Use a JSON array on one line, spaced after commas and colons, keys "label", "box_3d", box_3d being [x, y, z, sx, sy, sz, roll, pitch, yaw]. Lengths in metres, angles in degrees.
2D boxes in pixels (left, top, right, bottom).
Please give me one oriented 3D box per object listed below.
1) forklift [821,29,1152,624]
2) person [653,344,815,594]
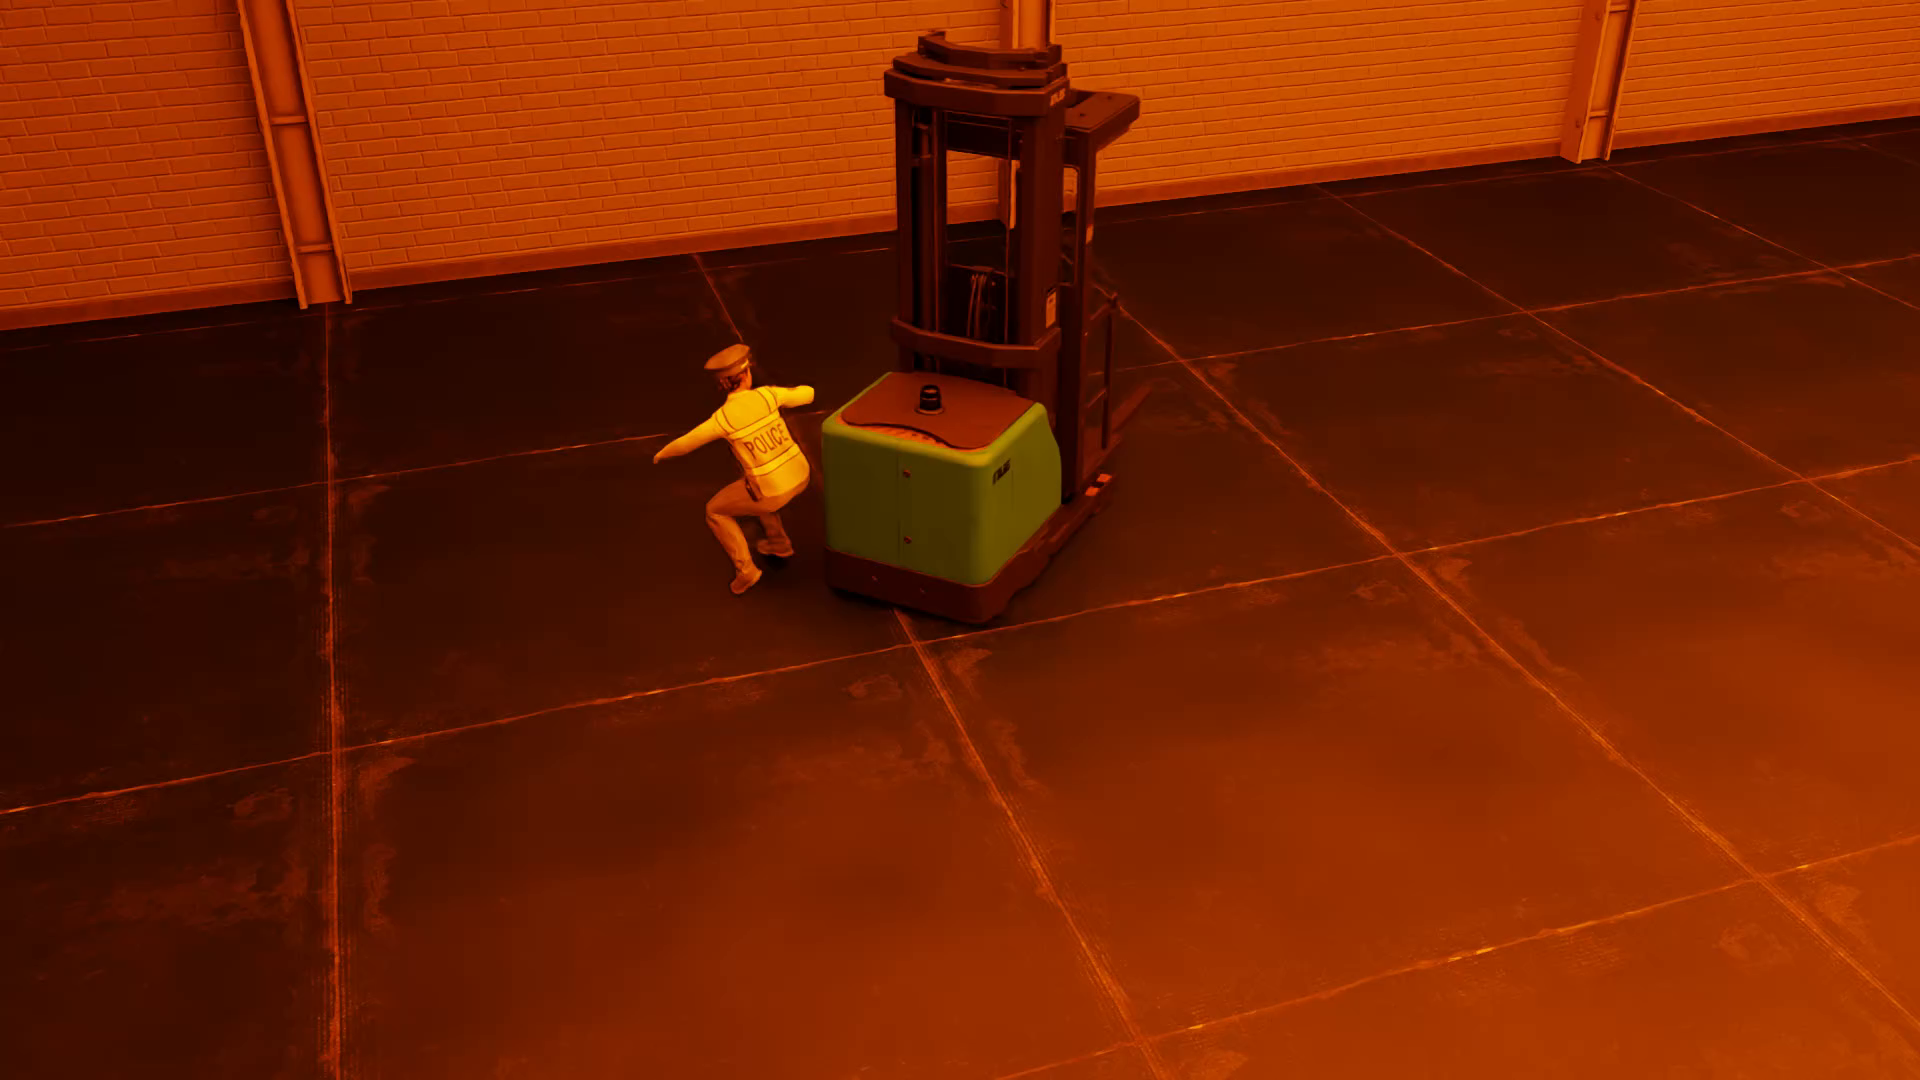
[{"label": "forklift", "box_3d": [0.341, -1.524, 9.736, 1.130, 2.935, 3.031, 14, 33, 23]}, {"label": "person", "box_3d": [-1.215, -0.448, 9.371, 0.871, 1.414, 0.740, 25, 38, 36]}]
